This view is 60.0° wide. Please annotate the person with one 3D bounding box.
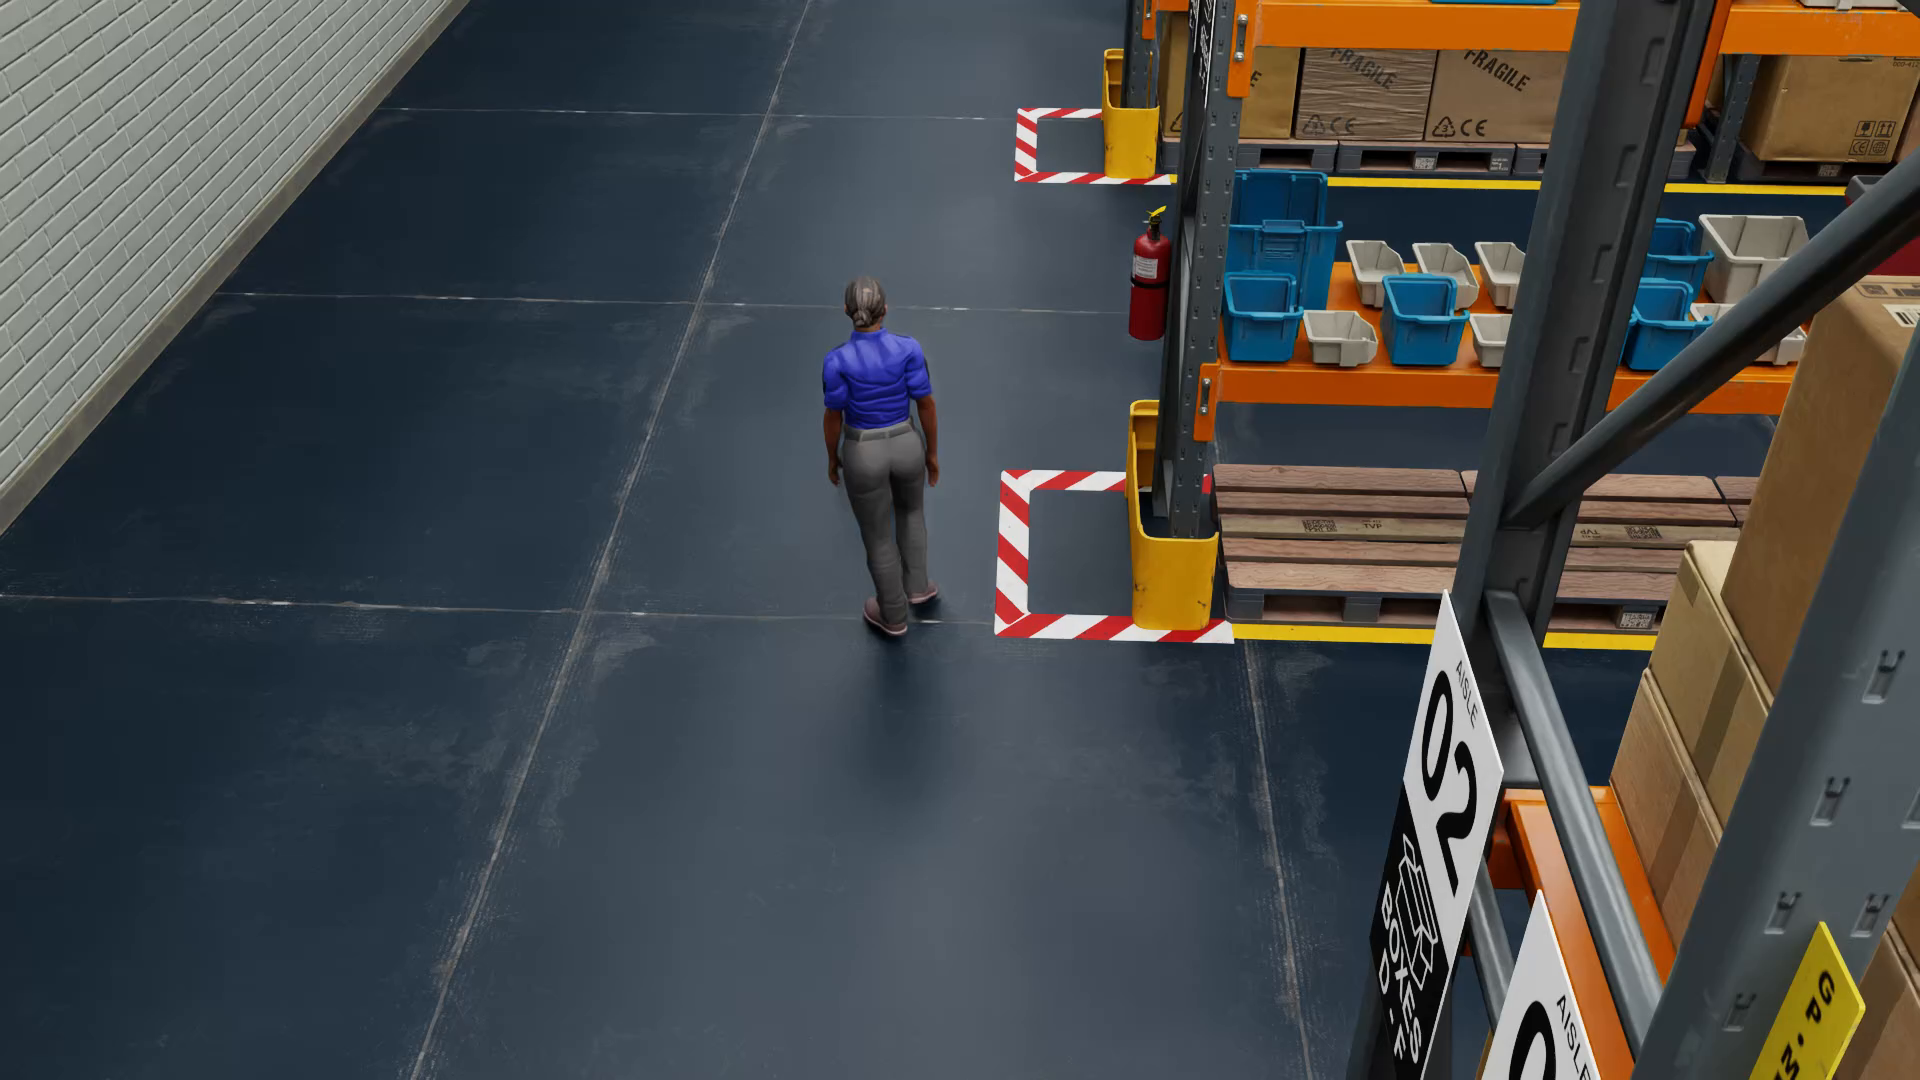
[{"bbox_3d":[-0.302,-0.320,7.102,0.511,1.701,0.407,-13,38,-17],"label":"person"}]
